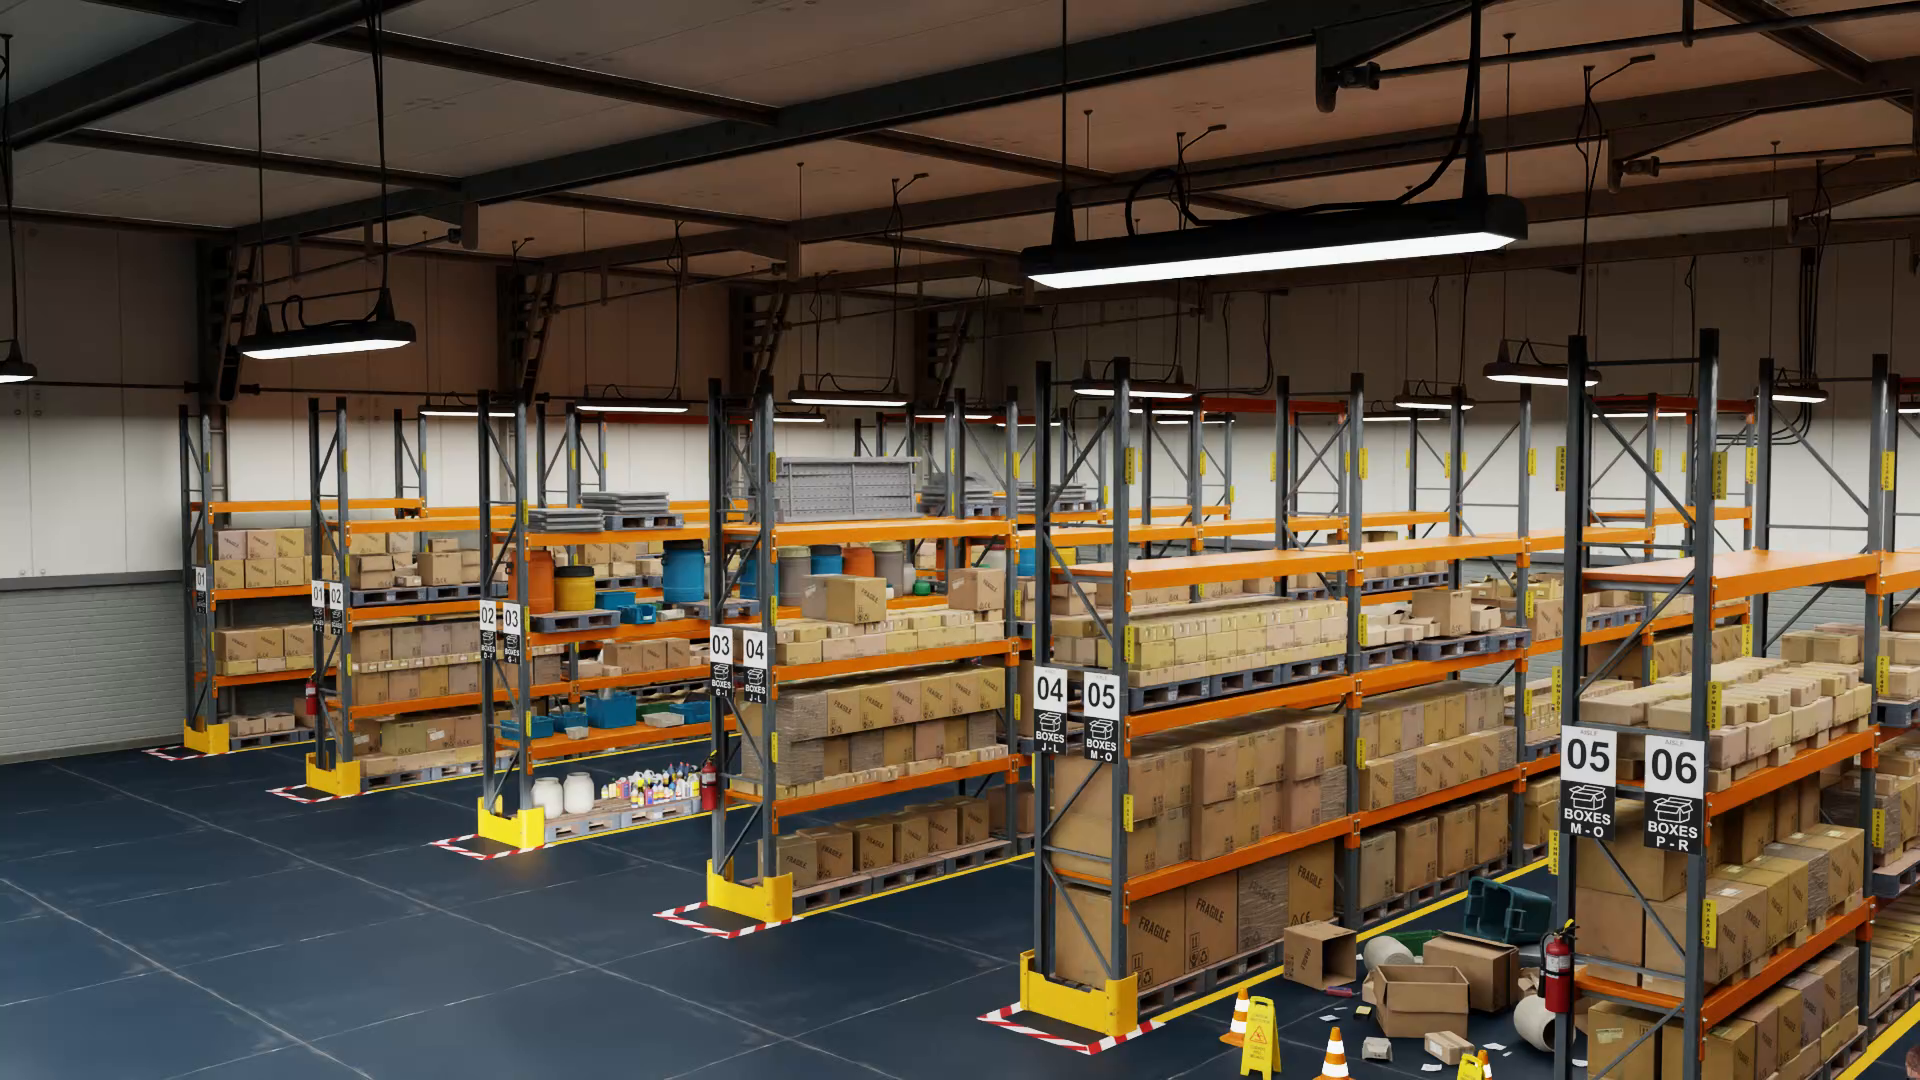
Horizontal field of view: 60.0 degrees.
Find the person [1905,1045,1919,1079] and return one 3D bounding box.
[{"bbox_3d":[5.905,3.828,10.045,0.760,1.566,0.416,1,3,17],"label":"person"}]

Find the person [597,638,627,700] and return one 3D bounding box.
[{"bbox_3d":[-6.553,2.674,30.965,0.647,1.797,0.725,1,3,22],"label":"person"}]
